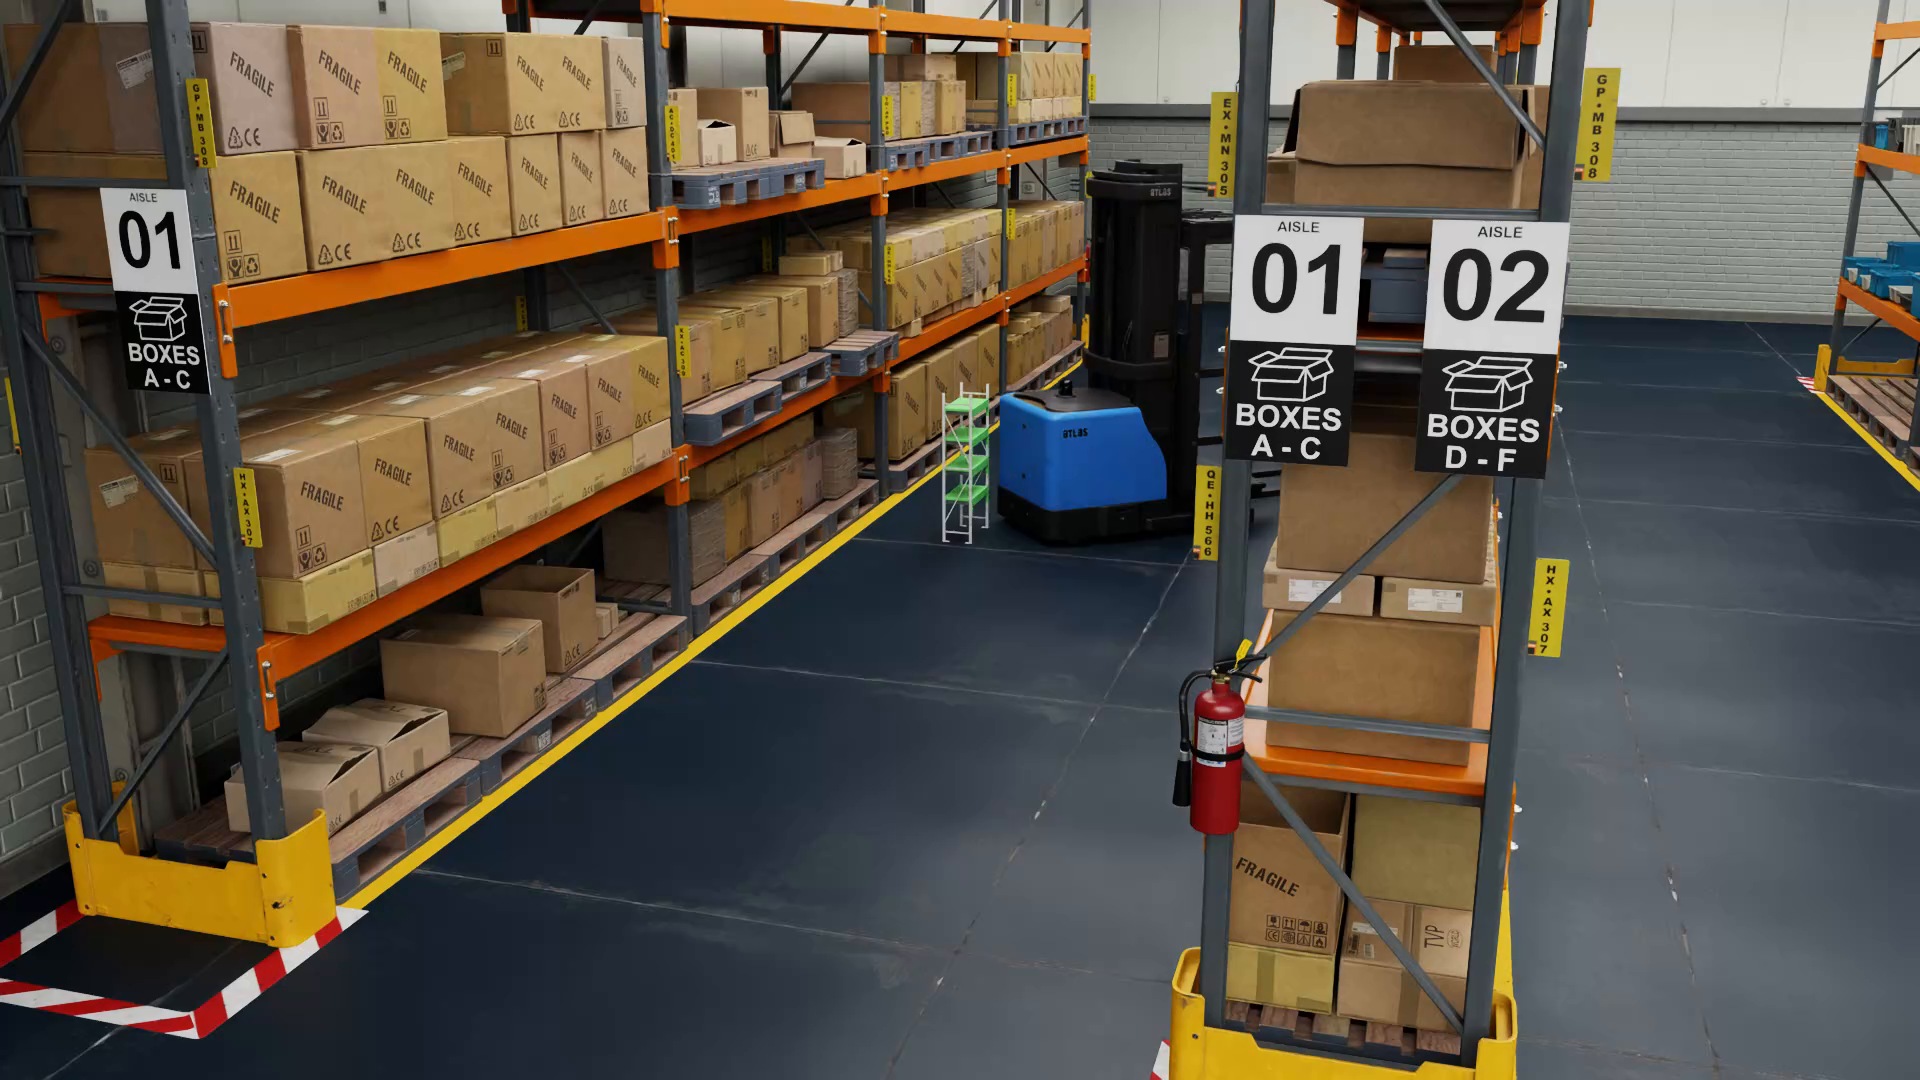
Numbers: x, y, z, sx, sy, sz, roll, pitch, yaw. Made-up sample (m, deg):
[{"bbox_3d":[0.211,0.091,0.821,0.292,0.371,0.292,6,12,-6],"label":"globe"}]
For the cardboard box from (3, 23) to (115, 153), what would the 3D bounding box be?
[{"bbox_3d":[-3.523,-1.870,6.877,0.500,0.500,0.500,5,17,18],"label":"cardboard box"}]

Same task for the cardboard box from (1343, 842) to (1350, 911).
[{"bbox_3d":[1.356,1.453,6.977,0.500,0.250,0.500,5,16,16],"label":"cardboard box"}]

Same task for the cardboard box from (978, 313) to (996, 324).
[{"bbox_3d":[0.317,-2.579,19.546,0.380,0.149,0.250,4,16,14],"label":"cardboard box"}]

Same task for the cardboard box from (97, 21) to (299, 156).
[{"bbox_3d":[-3.052,-1.819,6.697,0.500,0.500,0.500,3,16,12],"label":"cardboard box"}]

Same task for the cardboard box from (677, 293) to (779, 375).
[{"bbox_3d":[-1.758,-1.513,12.176,0.700,0.500,0.500,7,17,24],"label":"cardboard box"}]

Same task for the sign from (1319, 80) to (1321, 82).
[{"bbox_3d":[1.970,-2.302,8.926,0.100,0.325,0.005,5,16,16],"label":"sign"}]

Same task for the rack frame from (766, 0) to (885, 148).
[{"bbox_3d":[-1.121,-4.735,13.531,1.000,3.000,0.127,5,16,16],"label":"rack frame"}]

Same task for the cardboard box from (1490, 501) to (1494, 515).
[{"bbox_3d":[1.966,-0.089,6.773,0.380,0.149,0.250,4,16,14],"label":"cardboard box"}]

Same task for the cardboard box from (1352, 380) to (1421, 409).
[{"bbox_3d":[1.660,-0.318,6.391,0.700,0.500,0.500,4,16,14],"label":"cardboard box"}]

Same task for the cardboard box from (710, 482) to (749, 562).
[{"bbox_3d":[-1.966,-0.144,12.115,0.700,0.500,0.500,4,16,15],"label":"cardboard box"}]

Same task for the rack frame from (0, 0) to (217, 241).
[{"bbox_3d":[-3.395,-2.642,6.152,1.000,3.000,0.127,5,16,16],"label":"rack frame"}]

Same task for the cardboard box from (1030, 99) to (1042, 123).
[{"bbox_3d":[0.623,-4.809,18.611,0.500,0.250,0.500,4,16,15],"label":"cardboard box"}]

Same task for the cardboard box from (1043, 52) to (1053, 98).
[{"bbox_3d":[0.762,-5.306,18.991,0.500,0.500,0.500,5,17,16],"label":"cardboard box"}]

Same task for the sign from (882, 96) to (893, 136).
[{"bbox_3d":[-0.601,-3.498,13.719,0.100,0.325,0.005,5,16,16],"label":"sign"}]

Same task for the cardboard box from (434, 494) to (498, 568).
[{"bbox_3d":[-2.667,-0.066,8.302,0.500,0.250,0.500,4,16,15],"label":"cardboard box"}]

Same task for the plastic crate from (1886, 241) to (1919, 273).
[{"bbox_3d":[10.735,-3.117,18.647,0.616,0.435,0.499,5,16,16],"label":"plastic crate"}]

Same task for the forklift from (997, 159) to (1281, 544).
[{"bbox_3d":[1.875,-1.619,13.665,3.031,2.935,1.130,-7,17,-22],"label":"forklift"}]

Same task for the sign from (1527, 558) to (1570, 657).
[{"bbox_3d":[1.886,0.218,5.333,0.100,0.325,0.005,5,16,16],"label":"sign"}]

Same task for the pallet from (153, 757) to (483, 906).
[{"bbox_3d":[-3.108,1.356,8.161,1.003,0.211,1.213,5,16,16],"label":"pallet"}]

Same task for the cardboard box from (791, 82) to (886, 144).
[{"bbox_3d":[-1.041,-3.680,14.321,0.700,0.500,0.500,3,16,12],"label":"cardboard box"}]

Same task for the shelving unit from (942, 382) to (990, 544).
[{"bbox_3d":[0.047,-0.621,13.318,0.258,1.200,0.503,5,16,16],"label":"shelving unit"}]

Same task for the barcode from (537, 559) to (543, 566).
[{"bbox_3d":[-2.641,0.158,10.465,0.001,0.075,0.075,5,16,16],"label":"barcode"}]

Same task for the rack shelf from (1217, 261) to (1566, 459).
[{"bbox_3d":[1.924,-0.993,7.153,1.077,0.370,4.000,5,16,16],"label":"rack shelf"}]

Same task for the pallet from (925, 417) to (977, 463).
[{"bbox_3d":[-0.476,-1.026,16.558,1.003,0.211,1.213,5,16,16],"label":"pallet"}]

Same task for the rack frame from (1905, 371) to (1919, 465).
[{"bbox_3d":[9.514,-2.127,15.330,1.000,3.000,0.127,5,16,16],"label":"rack frame"}]

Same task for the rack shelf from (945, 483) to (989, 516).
[{"bbox_3d":[0.047,-0.328,13.401,0.258,0.148,0.480,5,16,16],"label":"rack shelf"}]

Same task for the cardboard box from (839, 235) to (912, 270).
[{"bbox_3d":[-0.737,-2.516,14.565,0.500,0.250,0.500,5,17,17],"label":"cardboard box"}]

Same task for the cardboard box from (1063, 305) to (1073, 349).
[{"bbox_3d":[1.049,-2.750,21.339,0.700,0.500,0.500,5,16,16],"label":"cardboard box"}]

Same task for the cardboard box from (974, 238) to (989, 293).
[{"bbox_3d":[-0.009,-2.821,17.014,0.500,0.500,0.500,5,17,16],"label":"cardboard box"}]

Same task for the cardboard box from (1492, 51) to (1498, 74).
[{"bbox_3d":[5.146,-4.734,17.010,0.700,0.500,0.500,5,16,16],"label":"cardboard box"}]

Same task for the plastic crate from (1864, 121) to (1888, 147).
[{"bbox_3d":[10.274,-4.474,18.349,0.497,0.269,0.590,5,16,16],"label":"plastic crate"}]

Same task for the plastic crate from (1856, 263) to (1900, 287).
[{"bbox_3d":[10.078,-2.910,18.290,0.416,0.233,0.300,5,16,16],"label":"plastic crate"}]

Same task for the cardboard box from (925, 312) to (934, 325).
[{"bbox_3d":[-0.467,-2.144,15.816,0.380,0.149,0.250,5,17,17],"label":"cardboard box"}]

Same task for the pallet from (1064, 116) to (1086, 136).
[{"bbox_3d":[0.952,-5.147,20.644,1.003,0.211,1.213,5,16,16],"label":"pallet"}]

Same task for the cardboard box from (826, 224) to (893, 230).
[{"bbox_3d":[-0.941,-2.818,15.628,0.500,0.250,0.500,4,16,14],"label":"cardboard box"}]

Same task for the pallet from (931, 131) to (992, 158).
[{"bbox_3d":[-0.198,-4.002,16.797,0.805,0.209,1.217,4,16,14],"label":"pallet"}]

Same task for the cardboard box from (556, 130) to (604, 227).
[{"bbox_3d":[-2.320,-2.020,9.238,0.500,0.500,0.500,3,16,11],"label":"cardboard box"}]

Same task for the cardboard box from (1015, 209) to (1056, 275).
[{"bbox_3d":[0.595,-3.562,19.840,0.980,0.700,0.700,4,16,13],"label":"cardboard box"}]

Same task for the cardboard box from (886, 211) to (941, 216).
[{"bbox_3d":[-0.507,-3.219,17.042,0.500,0.250,0.500,5,17,17],"label":"cardboard box"}]

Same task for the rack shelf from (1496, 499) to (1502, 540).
[{"bbox_3d":[3.061,-0.596,11.252,1.077,0.370,4.000,5,16,16],"label":"rack shelf"}]

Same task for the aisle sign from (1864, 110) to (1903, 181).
[{"bbox_3d":[10.387,-4.466,18.813,0.394,0.787,0.004,5,16,16],"label":"aisle sign"}]

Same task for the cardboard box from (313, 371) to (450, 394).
[{"bbox_3d":[-3.026,-0.592,8.783,0.500,0.500,0.500,5,17,17],"label":"cardboard box"}]

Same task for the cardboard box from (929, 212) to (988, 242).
[{"bbox_3d":[-0.026,-3.182,16.910,0.500,0.250,0.500,5,17,17],"label":"cardboard box"}]

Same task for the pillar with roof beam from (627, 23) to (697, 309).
[{"bbox_3d":[1.808,-4.128,11.391,9.100,9.000,0.400,5,16,16],"label":"pillar with roof beam"}]

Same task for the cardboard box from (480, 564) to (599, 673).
[{"bbox_3d":[-2.514,0.464,9.973,0.500,0.500,0.500,3,16,12],"label":"cardboard box"}]

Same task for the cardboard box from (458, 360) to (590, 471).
[{"bbox_3d":[-2.385,-0.691,9.131,0.500,0.500,0.500,4,16,14],"label":"cardboard box"}]

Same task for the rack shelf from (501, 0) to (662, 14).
[{"bbox_3d":[-2.826,-2.817,8.095,1.077,0.370,4.000,5,16,16],"label":"rack shelf"}]

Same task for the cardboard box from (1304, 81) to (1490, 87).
[{"bbox_3d":[1.904,-1.760,7.325,0.797,0.503,0.637,7,17,22],"label":"cardboard box"}]

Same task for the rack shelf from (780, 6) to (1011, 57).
[{"bbox_3d":[-0.553,-4.719,15.528,1.077,0.370,4.000,5,16,16],"label":"rack shelf"}]

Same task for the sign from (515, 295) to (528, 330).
[{"bbox_3d":[-2.791,-1.401,10.650,0.100,0.325,0.005,5,16,16],"label":"sign"}]

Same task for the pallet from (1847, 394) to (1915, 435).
[{"bbox_3d":[10.031,-1.301,17.529,1.003,0.211,1.213,5,16,16],"label":"pallet"}]

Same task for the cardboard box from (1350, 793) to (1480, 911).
[{"bbox_3d":[1.862,1.134,6.731,0.500,0.500,0.500,5,16,16],"label":"cardboard box"}]

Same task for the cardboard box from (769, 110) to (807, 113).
[{"bbox_3d":[-1.546,-3.179,13.323,0.500,0.500,0.500,5,16,16],"label":"cardboard box"}]

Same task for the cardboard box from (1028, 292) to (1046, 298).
[{"bbox_3d":[0.893,-3.110,21.421,0.380,0.149,0.250,5,17,16],"label":"cardboard box"}]
